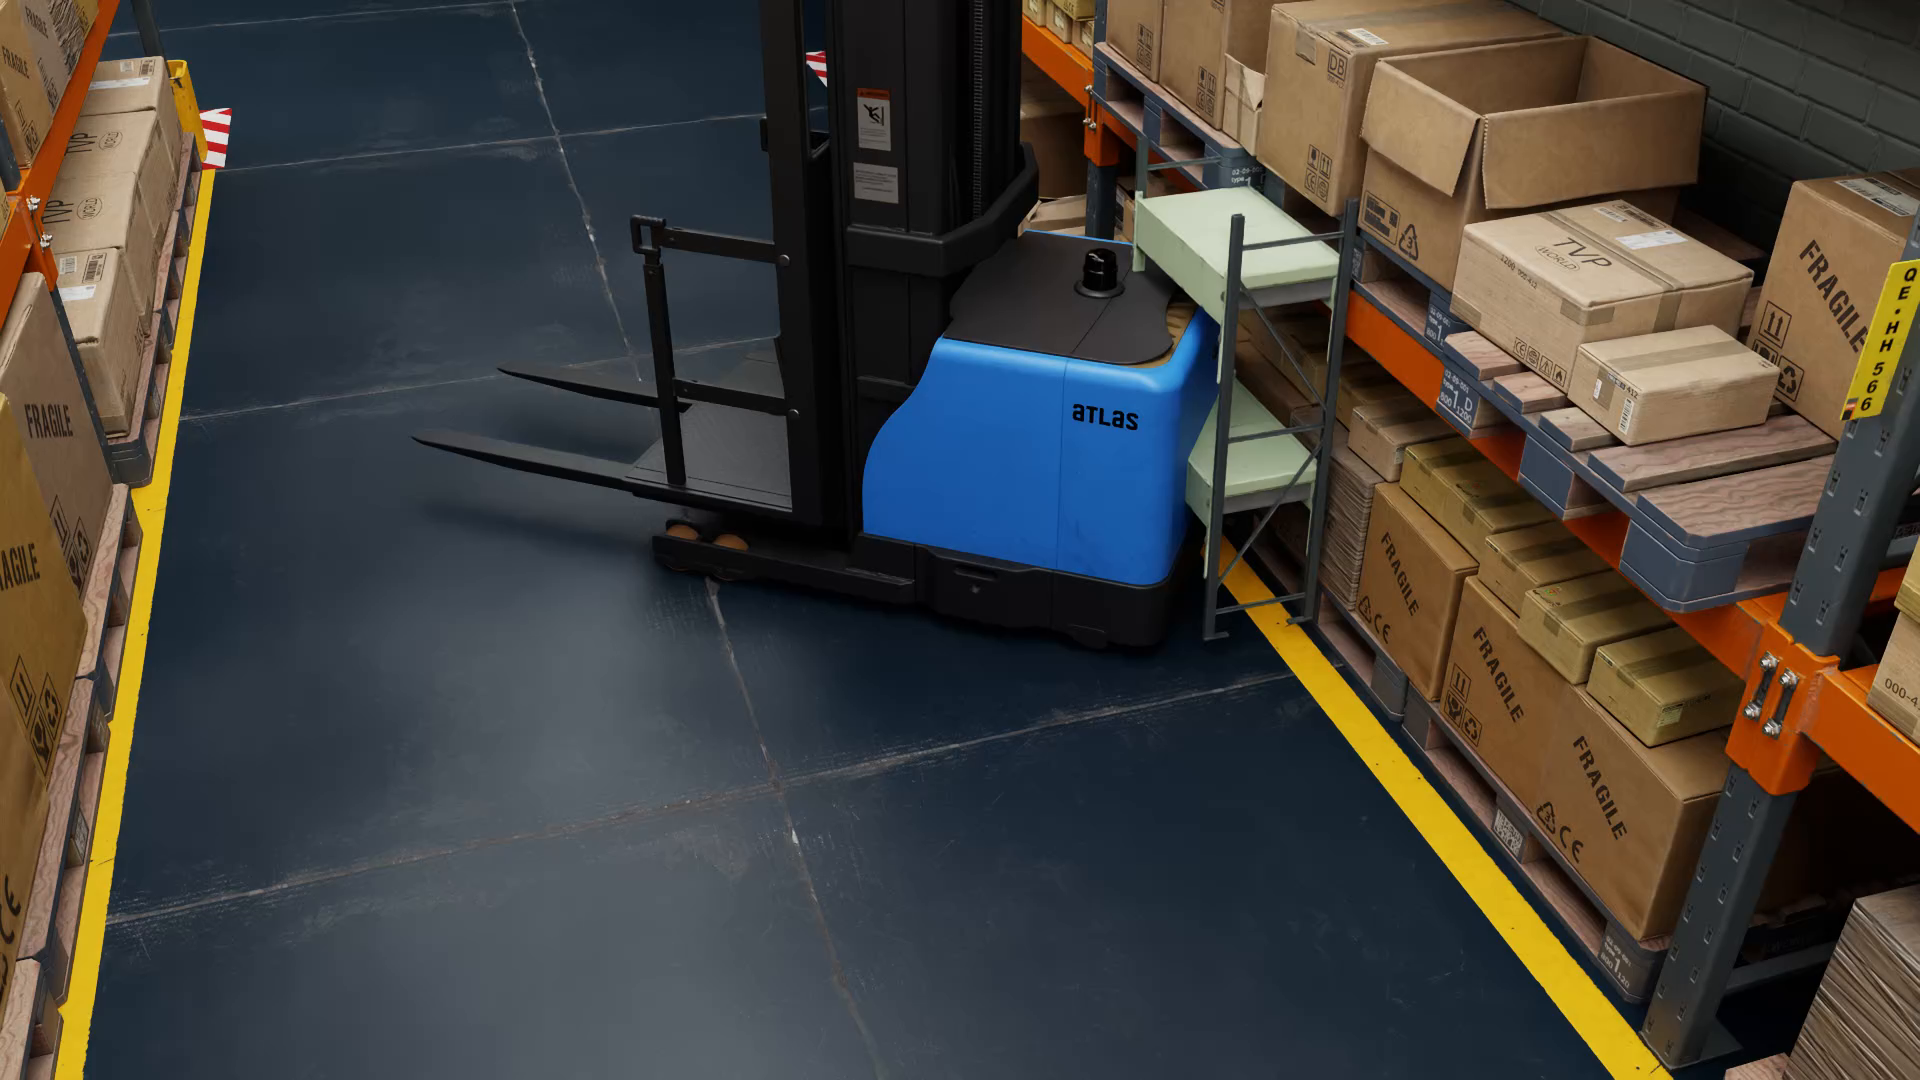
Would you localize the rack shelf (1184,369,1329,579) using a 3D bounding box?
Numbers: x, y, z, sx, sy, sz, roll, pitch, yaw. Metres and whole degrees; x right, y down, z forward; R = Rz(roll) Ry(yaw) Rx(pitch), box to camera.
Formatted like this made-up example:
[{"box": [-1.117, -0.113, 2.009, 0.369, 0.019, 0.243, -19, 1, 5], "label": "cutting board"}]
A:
[{"box": [0.896, -0.242, 5.716, 0.431, 0.370, 0.720, -10, 33, -13], "label": "rack shelf"}]

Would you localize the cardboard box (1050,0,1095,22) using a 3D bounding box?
[{"box": [0.642, -2.407, 7.037, 0.500, 0.250, 0.500, -9, 35, -14], "label": "cardboard box"}]

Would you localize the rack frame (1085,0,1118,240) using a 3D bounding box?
[{"box": [1.030, -2.119, 6.735, 1.000, 3.000, 0.127, -10, 35, -15], "label": "rack frame"}]

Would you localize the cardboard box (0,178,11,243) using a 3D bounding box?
[{"box": [-3.319, -1.026, 5.218, 0.500, 0.250, 0.500, -11, 35, -16], "label": "cardboard box"}]

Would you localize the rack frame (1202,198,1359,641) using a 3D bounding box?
[{"box": [0.994, -0.334, 5.245, 0.400, 1.500, 0.023, -10, 33, -13], "label": "rack frame"}]

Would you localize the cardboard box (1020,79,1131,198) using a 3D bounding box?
[{"box": [0.447, -2.014, 8.463, 0.700, 0.500, 0.500, -11, 35, -17], "label": "cardboard box"}]

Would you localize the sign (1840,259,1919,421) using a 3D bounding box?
[{"box": [1.736, -0.372, 3.114, 0.100, 0.325, 0.005, -10, 35, -15], "label": "sign"}]

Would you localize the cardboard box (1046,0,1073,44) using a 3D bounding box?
[{"box": [0.592, -2.272, 7.195, 0.380, 0.149, 0.250, -9, 35, -13], "label": "cardboard box"}]

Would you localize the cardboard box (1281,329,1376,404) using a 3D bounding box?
[{"box": [1.344, -0.614, 5.756, 0.380, 0.149, 0.250, -9, 34, -13], "label": "cardboard box"}]

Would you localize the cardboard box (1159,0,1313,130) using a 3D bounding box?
[{"box": [1.123, -1.772, 5.739, 0.700, 0.500, 0.500, -10, 35, -14], "label": "cardboard box"}]

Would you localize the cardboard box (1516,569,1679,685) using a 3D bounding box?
[{"box": [1.746, 0.224, 4.489, 0.380, 0.149, 0.250, -12, 35, -17], "label": "cardboard box"}]

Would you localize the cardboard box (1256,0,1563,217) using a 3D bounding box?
[{"box": [1.362, -1.360, 5.116, 0.700, 0.500, 0.500, -10, 35, -15], "label": "cardboard box"}]

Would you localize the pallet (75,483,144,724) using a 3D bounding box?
[{"box": [-3.389, 0.274, 5.644, 1.003, 0.211, 1.213, -10, 35, -15], "label": "pallet"}]

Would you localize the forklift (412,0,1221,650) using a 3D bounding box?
[{"box": [-0.592, -1.337, 5.614, 3.031, 2.935, 1.130, 11, 35, 16], "label": "forklift"}]

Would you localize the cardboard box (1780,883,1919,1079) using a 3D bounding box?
[{"box": [2.427, 1.127, 3.597, 0.875, 0.625, 0.625, -9, 34, -13], "label": "cardboard box"}]

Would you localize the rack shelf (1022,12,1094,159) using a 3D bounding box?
[{"box": [0.420, -2.869, 8.523, 1.077, 0.370, 4.000, -10, 35, -15], "label": "rack shelf"}]

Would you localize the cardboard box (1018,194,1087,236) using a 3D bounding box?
[{"box": [0.471, -1.584, 8.025, 0.396, 0.266, 0.258, -9, 34, -13], "label": "cardboard box"}]

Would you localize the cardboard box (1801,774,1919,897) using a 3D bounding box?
[{"box": [2.389, 0.581, 4.537, 0.500, 0.500, 0.500, -9, 34, -13], "label": "cardboard box"}]

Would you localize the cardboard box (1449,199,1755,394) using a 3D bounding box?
[{"box": [1.620, -0.631, 4.239, 0.500, 0.250, 0.500, -12, 35, -17], "label": "cardboard box"}]

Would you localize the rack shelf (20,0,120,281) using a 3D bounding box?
[{"box": [-4.306, -2.032, 7.257, 1.077, 0.370, 4.000, -10, 35, -15], "label": "rack shelf"}]

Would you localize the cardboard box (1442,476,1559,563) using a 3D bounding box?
[{"box": [1.670, -0.068, 4.931, 0.380, 0.149, 0.250, -9, 35, -13], "label": "cardboard box"}]

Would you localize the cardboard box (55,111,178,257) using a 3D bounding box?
[{"box": [-4.332, -1.680, 8.014, 0.875, 0.438, 0.875, -9, 35, -13], "label": "cardboard box"}]

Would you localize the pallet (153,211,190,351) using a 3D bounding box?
[{"box": [-4.229, -1.173, 7.833, 1.003, 0.211, 1.213, -10, 35, -15], "label": "pallet"}]

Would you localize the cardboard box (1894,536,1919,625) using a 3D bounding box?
[{"box": [2.129, 0.114, 3.040, 0.500, 0.250, 0.500, -10, 35, -15], "label": "cardboard box"}]

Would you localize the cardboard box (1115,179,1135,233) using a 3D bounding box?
[{"box": [1.054, -1.559, 7.946, 0.500, 0.311, 0.500, -9, 34, -13], "label": "cardboard box"}]

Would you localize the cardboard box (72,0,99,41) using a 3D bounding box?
[{"box": [-4.042, -2.412, 7.088, 0.500, 0.500, 0.500, -9, 35, -13], "label": "cardboard box"}]

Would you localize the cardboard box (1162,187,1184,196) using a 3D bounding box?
[{"box": [1.011, -1.284, 6.501, 0.380, 0.149, 0.250, -12, 35, -17], "label": "cardboard box"}]

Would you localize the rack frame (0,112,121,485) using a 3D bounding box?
[{"box": [-3.696, -1.282, 5.469, 1.000, 3.000, 0.127, -10, 35, -15], "label": "rack frame"}]

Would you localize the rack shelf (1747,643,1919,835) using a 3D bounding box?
[{"box": [2.860, 1.332, 2.167, 1.077, 0.370, 4.000, -10, 35, -15], "label": "rack shelf"}]

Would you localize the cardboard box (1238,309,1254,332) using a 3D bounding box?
[{"box": [1.230, -0.882, 6.162, 0.380, 0.149, 0.250, -11, 35, -16], "label": "cardboard box"}]

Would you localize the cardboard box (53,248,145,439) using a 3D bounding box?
[{"box": [-3.785, -0.736, 6.586, 0.875, 0.438, 0.875, -11, 35, -15], "label": "cardboard box"}]

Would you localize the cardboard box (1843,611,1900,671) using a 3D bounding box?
[{"box": [2.388, 0.252, 4.446, 0.380, 0.149, 0.250, -8, 34, -12], "label": "cardboard box"}]

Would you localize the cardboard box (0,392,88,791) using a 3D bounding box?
[{"box": [-3.148, 0.214, 4.751, 0.875, 0.875, 0.875, -9, 35, -13], "label": "cardboard box"}]

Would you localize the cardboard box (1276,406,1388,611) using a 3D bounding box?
[{"box": [1.435, -0.145, 5.635, 0.500, 0.500, 0.500, -11, 35, -16], "label": "cardboard box"}]

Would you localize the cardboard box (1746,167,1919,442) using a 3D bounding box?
[{"box": [2.242, -0.532, 3.863, 0.500, 0.500, 0.500, -8, 34, -12], "label": "cardboard box"}]

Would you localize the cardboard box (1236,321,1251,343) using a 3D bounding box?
[{"box": [1.135, -0.681, 6.447, 0.500, 0.500, 0.500, -10, 35, -15], "label": "cardboard box"}]

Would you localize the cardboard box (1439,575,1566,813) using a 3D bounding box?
[{"box": [1.774, 0.399, 4.812, 0.500, 0.500, 0.500, -11, 35, -15], "label": "cardboard box"}]

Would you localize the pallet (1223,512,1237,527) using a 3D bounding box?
[{"box": [1.314, -0.535, 6.868, 1.003, 0.211, 1.213, -10, 35, -15], "label": "pallet"}]

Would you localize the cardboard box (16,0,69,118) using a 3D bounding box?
[{"box": [-3.739, -1.879, 6.282, 0.500, 0.500, 0.500, -10, 35, -14], "label": "cardboard box"}]

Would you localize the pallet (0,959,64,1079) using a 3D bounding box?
[{"box": [-2.645, 1.555, 3.705, 1.003, 0.211, 1.213, -10, 35, -15], "label": "pallet"}]

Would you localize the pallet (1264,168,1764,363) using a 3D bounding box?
[{"box": [1.653, -0.959, 5.154, 1.003, 0.211, 1.213, -10, 35, -15], "label": "pallet"}]

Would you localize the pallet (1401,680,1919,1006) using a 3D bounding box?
[{"box": [2.058, 0.746, 4.929, 1.003, 0.211, 1.213, -10, 35, -15], "label": "pallet"}]

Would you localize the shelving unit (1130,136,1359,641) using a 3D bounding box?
[{"box": [0.889, -0.518, 5.543, 0.431, 1.500, 0.755, -10, 33, -13], "label": "shelving unit"}]

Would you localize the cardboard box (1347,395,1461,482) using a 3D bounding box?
[{"box": [1.481, -0.339, 5.340, 0.380, 0.149, 0.250, -12, 35, -17], "label": "cardboard box"}]
